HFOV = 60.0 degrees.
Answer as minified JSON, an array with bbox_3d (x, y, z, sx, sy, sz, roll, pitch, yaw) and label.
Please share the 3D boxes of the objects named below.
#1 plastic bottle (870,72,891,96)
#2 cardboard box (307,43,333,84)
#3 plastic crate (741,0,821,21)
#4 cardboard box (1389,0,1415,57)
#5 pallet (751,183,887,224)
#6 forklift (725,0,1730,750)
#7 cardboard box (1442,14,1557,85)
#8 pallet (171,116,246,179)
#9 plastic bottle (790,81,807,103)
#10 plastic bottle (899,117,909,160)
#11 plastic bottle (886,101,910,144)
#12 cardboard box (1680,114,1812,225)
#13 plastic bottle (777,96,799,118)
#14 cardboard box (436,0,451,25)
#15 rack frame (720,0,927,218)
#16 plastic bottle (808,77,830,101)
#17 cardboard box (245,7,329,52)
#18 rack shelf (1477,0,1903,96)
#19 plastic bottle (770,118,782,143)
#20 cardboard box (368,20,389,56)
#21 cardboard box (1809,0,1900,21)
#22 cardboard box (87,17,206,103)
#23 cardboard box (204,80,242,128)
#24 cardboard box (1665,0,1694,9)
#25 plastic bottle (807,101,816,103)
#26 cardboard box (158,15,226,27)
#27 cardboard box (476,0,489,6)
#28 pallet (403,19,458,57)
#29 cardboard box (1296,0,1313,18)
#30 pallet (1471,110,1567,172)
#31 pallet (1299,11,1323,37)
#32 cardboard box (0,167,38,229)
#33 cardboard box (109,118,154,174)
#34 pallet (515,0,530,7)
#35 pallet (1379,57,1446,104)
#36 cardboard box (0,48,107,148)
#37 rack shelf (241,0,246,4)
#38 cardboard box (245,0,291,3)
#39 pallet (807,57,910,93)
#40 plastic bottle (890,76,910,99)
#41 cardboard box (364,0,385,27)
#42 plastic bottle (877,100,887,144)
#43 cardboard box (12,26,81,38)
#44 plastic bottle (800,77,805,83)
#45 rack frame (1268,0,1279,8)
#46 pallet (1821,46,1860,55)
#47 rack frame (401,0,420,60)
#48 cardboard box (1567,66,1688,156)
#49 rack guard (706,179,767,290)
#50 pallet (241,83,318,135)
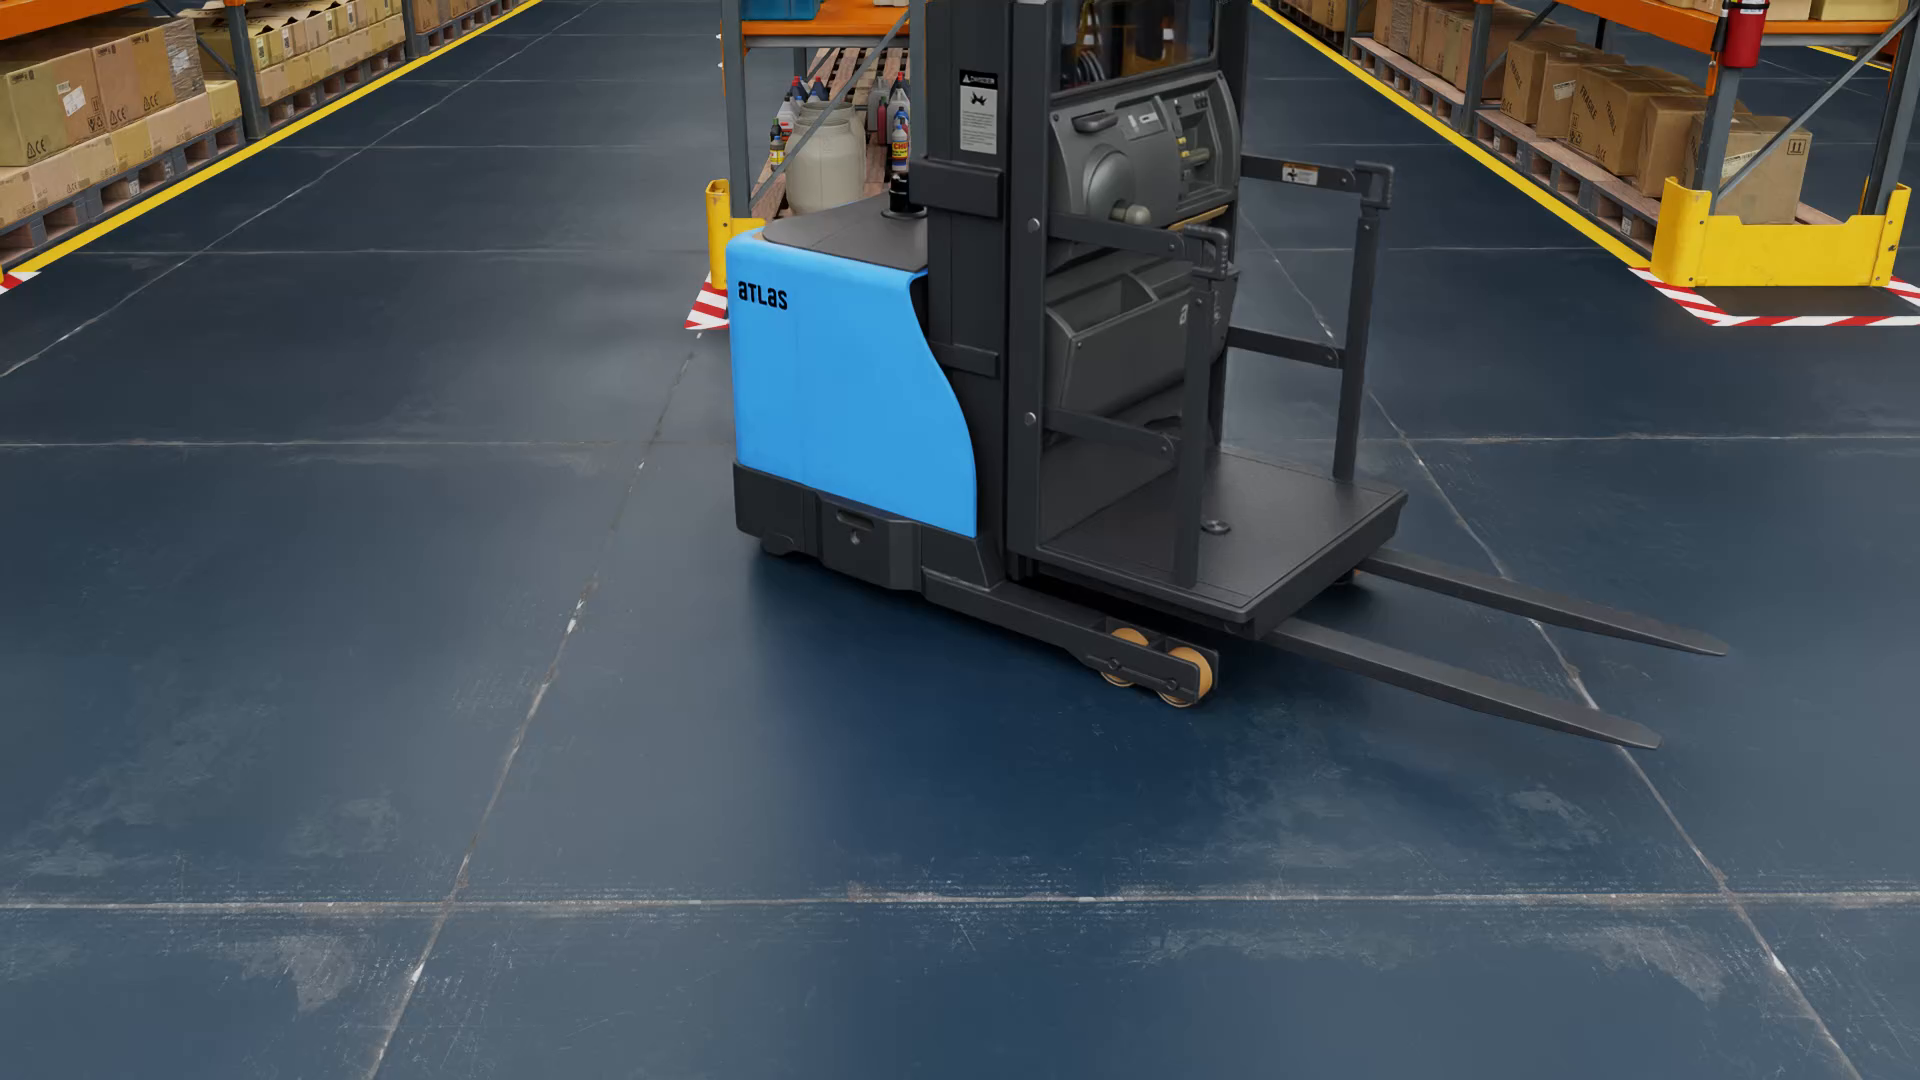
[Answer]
[{"bbox_3d":[-0.557,-3.083,11.607,0.144,0.351,0.185,0,24,-1],"label":"plastic bottle"},{"bbox_3d":[-5.430,-3.863,13.479,0.500,0.250,0.500,-1,24,-2],"label":"cardboard box"},{"bbox_3d":[-0.969,-2.843,8.577,0.499,0.251,0.616,0,24,-1],"label":"plastic crate"},{"bbox_3d":[4.248,-4.582,14.740,0.700,0.500,0.500,-2,24,-5],"label":"cardboard box"},{"bbox_3d":[-0.715,-1.801,9.476,1.003,0.211,1.213,0,24,-1],"label":"pallet"},{"bbox_3d":[0.711,-1.110,4.648,3.031,2.935,1.130,18,30,34],"label":"forklift"},{"bbox_3d":[4.273,-3.888,13.205,0.700,0.500,0.500,0,24,-1],"label":"cardboard box"},{"bbox_3d":[-5.694,-2.735,11.541,1.003,0.211,1.213,0,24,-1],"label":"pallet"},{"bbox_3d":[-1.112,-2.935,11.281,0.144,0.351,0.185,-1,24,-3],"label":"plastic bottle"},{"bbox_3d":[-0.356,-2.511,10.423,0.061,0.283,0.133,0,24,0],"label":"plastic bottle"},{"bbox_3d":[-0.409,-2.770,11.007,0.152,0.276,0.135,0,24,0],"label":"plastic bottle"},{"bbox_3d":[4.299,-2.038,9.140,0.500,0.500,0.500,4,25,9],"label":"cardboard box"},{"bbox_3d":[-1.105,-2.684,10.724,0.144,0.351,0.185,1,24,2],"label":"plastic bottle"},{"bbox_3d":[-5.435,-5.448,16.655,0.500,0.500,0.500,-1,24,-2],"label":"cardboard box"},{"bbox_3d":[-0.664,-2.706,8.093,1.000,3.000,0.127,0,24,-1],"label":"rack frame"},{"bbox_3d":[-0.970,-3.014,11.454,0.144,0.351,0.185,0,24,-1],"label":"plastic bottle"},{"bbox_3d":[-5.423,-4.118,13.363,0.500,0.311,0.500,-1,24,-2],"label":"cardboard box"},{"bbox_3d":[4.267,-3.225,10.112,1.077,0.370,4.000,0,24,-1],"label":"rack shelf"},{"bbox_3d":[-1.142,-2.472,10.337,0.061,0.283,0.133,0,24,1],"label":"plastic bottle"},{"bbox_3d":[-5.446,-4.492,14.869,0.500,0.250,0.500,-1,24,-1],"label":"cardboard box"},{"bbox_3d":[4.524,-2.732,8.456,0.380,0.149,0.250,0,24,-1],"label":"cardboard box"},{"bbox_3d":[-5.443,-3.217,11.141,0.500,0.500,0.500,0,24,-1],"label":"cardboard box"},{"bbox_3d":[-5.437,-3.082,11.751,0.500,0.250,0.500,0,24,-1],"label":"cardboard box"},{"bbox_3d":[4.023,-2.936,8.906,0.380,0.149,0.250,0,24,-1],"label":"cardboard box"},{"bbox_3d":[-0.959,-2.737,10.933,0.152,0.276,0.135,0,24,-1],"label":"plastic bottle"},{"bbox_3d":[-5.964,-3.907,12.896,0.500,0.311,0.500,0,24,1],"label":"cardboard box"},{"bbox_3d":[-5.454,-6.079,18.050,0.500,0.500,0.500,0,24,0],"label":"cardboard box"},{"bbox_3d":[-5.675,-5.019,16.591,1.003,0.211,1.213,0,24,-1],"label":"pallet"},{"bbox_3d":[4.213,-5.900,17.223,1.225,0.875,0.875,0,24,0],"label":"cardboard box"},{"bbox_3d":[4.288,-2.829,11.750,1.003,0.211,1.213,0,24,-1],"label":"pallet"},{"bbox_3d":[4.258,-5.581,17.833,1.003,0.211,1.213,0,24,-1],"label":"pallet"},{"bbox_3d":[-5.401,-1.846,9.018,0.500,0.250,0.500,0,24,-1],"label":"cardboard box"},{"bbox_3d":[-5.415,-2.464,10.385,0.500,0.250,0.500,0,24,-1],"label":"cardboard box"},{"bbox_3d":[-5.755,-6.642,20.180,1.003,0.211,1.213,0,24,-1],"label":"pallet"},{"bbox_3d":[4.219,-3.931,14.185,1.003,0.211,1.213,0,24,-1],"label":"pallet"},{"bbox_3d":[-5.426,-2.599,9.774,0.500,0.500,0.500,0,24,-1],"label":"cardboard box"},{"bbox_3d":[-5.683,-4.830,13.662,1.077,0.370,4.000,0,24,-1],"label":"rack shelf"},{"bbox_3d":[-5.975,-4.532,14.277,0.500,0.311,0.500,-1,24,-2],"label":"cardboard box"},{"bbox_3d":[-0.771,-3.911,14.141,1.003,0.211,1.213,0,24,-1],"label":"pallet"},{"bbox_3d":[-0.410,-3.004,11.434,0.144,0.351,0.185,-1,24,-3],"label":"plastic bottle"},{"bbox_3d":[-5.440,-4.747,14.752,0.500,0.311,0.500,-1,24,-1],"label":"cardboard box"},{"bbox_3d":[-0.515,-2.773,11.004,0.061,0.283,0.133,0,24,-1],"label":"plastic bottle"},{"bbox_3d":[-5.958,-3.009,10.680,0.500,0.500,0.500,0,24,-1],"label":"cardboard box"},{"bbox_3d":[-1.143,-3.178,11.914,0.097,0.271,0.097,0,24,0],"label":"plastic bottle"},{"bbox_3d":[4.158,-7.673,19.075,1.000,3.000,0.127,0,24,-1],"label":"rack frame"},{"bbox_3d":[9.155,-5.057,16.675,1.003,0.211,1.213,0,24,-1],"label":"pallet"},{"bbox_3d":[-5.704,-5.982,15.336,1.000,3.000,0.127,0,24,-1],"label":"rack frame"},{"bbox_3d":[4.309,-2.772,10.764,0.500,0.500,0.500,-2,24,-5],"label":"cardboard box"},{"bbox_3d":[-0.712,-1.598,8.677,1.175,0.500,0.348,0,24,-1],"label":"rack guard"},{"bbox_3d":[-5.708,-3.366,12.937,1.003,0.211,1.213,0,24,-1],"label":"pallet"}]
